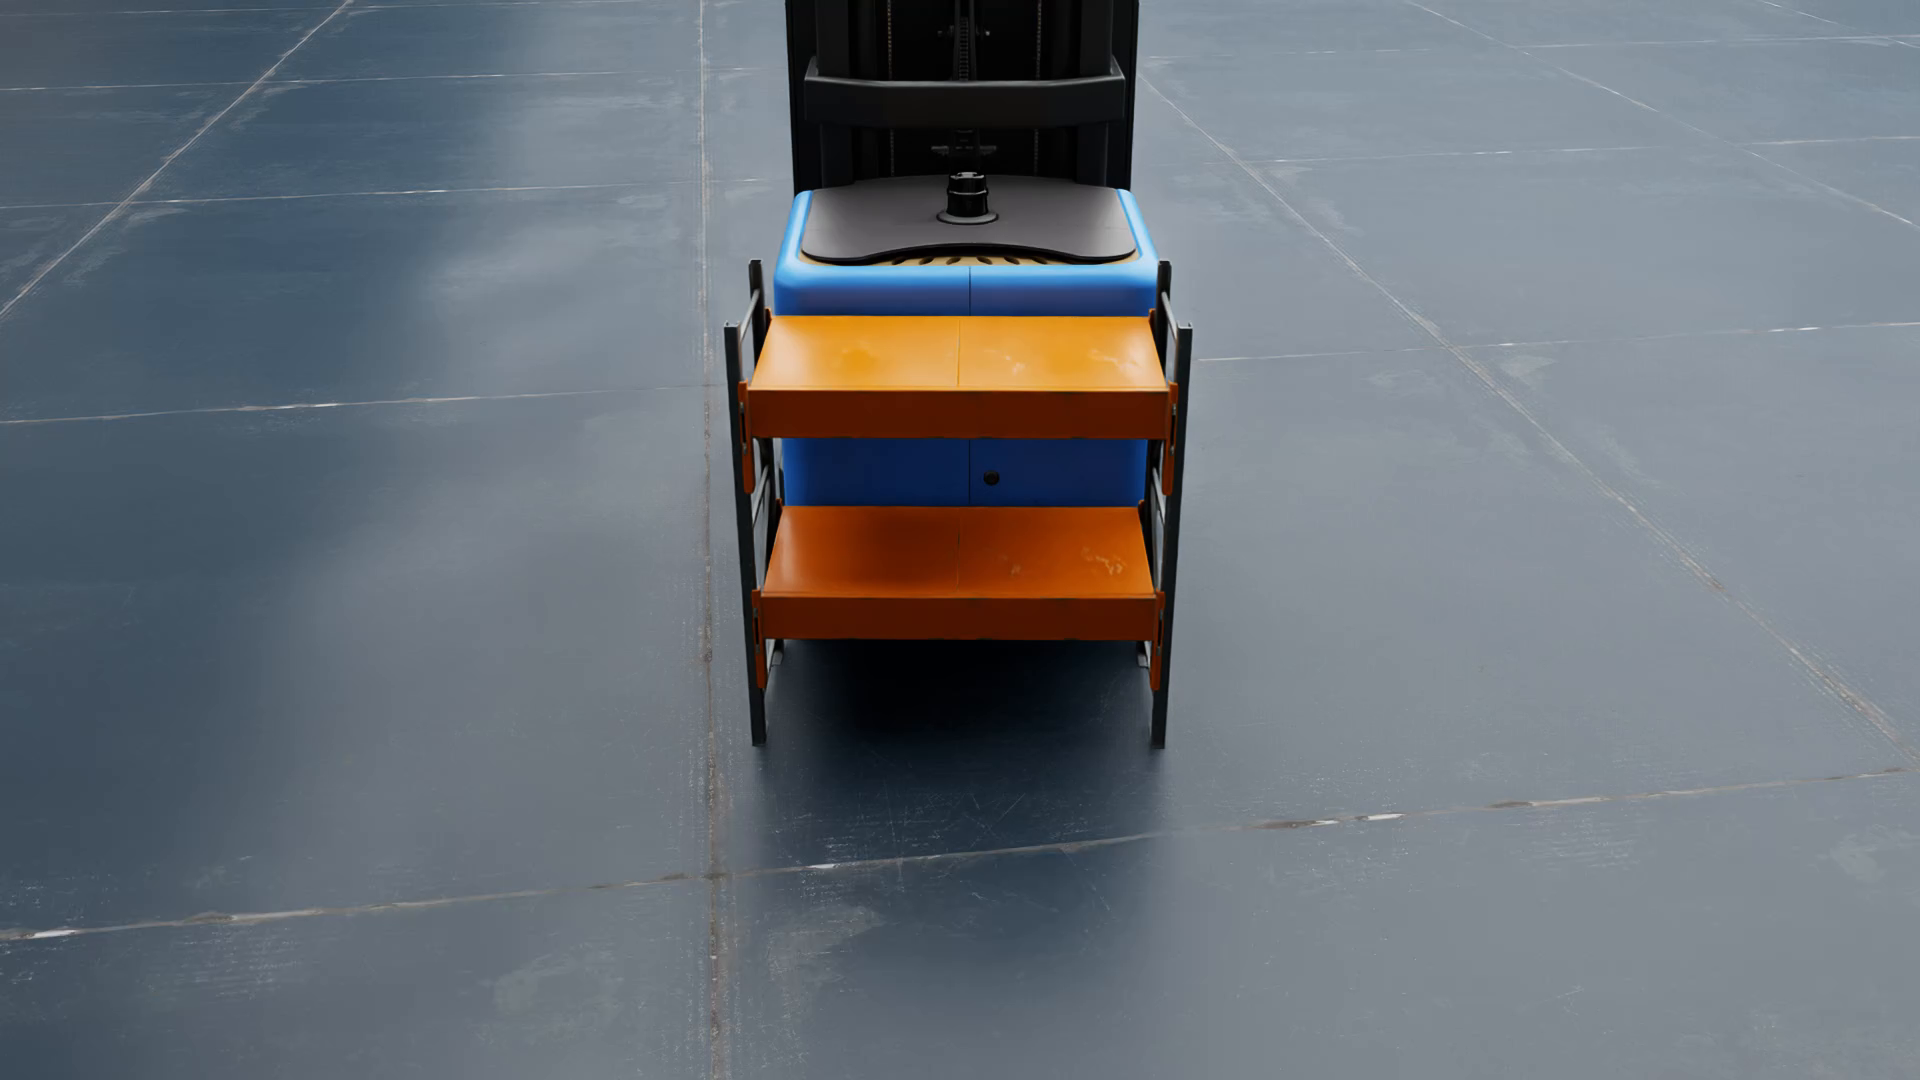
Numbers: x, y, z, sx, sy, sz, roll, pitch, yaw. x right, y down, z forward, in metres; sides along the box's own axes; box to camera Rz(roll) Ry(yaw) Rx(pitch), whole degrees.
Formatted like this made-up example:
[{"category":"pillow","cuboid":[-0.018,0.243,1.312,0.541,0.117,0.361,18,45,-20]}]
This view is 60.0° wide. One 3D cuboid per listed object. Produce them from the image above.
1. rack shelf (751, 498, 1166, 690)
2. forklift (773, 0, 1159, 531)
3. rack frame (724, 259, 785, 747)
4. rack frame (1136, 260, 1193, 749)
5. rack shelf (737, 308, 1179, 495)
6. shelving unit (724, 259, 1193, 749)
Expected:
[{"category":"rack shelf","cuboid":[-0.002,0.131,4.299,1.000,0.278,0.538,0,27,0]},{"category":"forklift","cuboid":[0.002,-1.714,5.379,1.130,2.935,3.031,0,27,-1]},{"category":"rack frame","cuboid":[-0.511,-0.089,4.191,0.032,1.125,0.500,0,27,0]},{"category":"rack frame","cuboid":[0.506,-0.085,4.183,0.032,1.125,0.500,0,27,0]},{"category":"rack shelf","cuboid":[-0.002,-0.347,4.053,1.000,0.278,0.538,0,27,0]},{"category":"shelving unit","cuboid":[-0.002,-0.087,4.187,1.048,1.125,0.538,0,27,0]}]
